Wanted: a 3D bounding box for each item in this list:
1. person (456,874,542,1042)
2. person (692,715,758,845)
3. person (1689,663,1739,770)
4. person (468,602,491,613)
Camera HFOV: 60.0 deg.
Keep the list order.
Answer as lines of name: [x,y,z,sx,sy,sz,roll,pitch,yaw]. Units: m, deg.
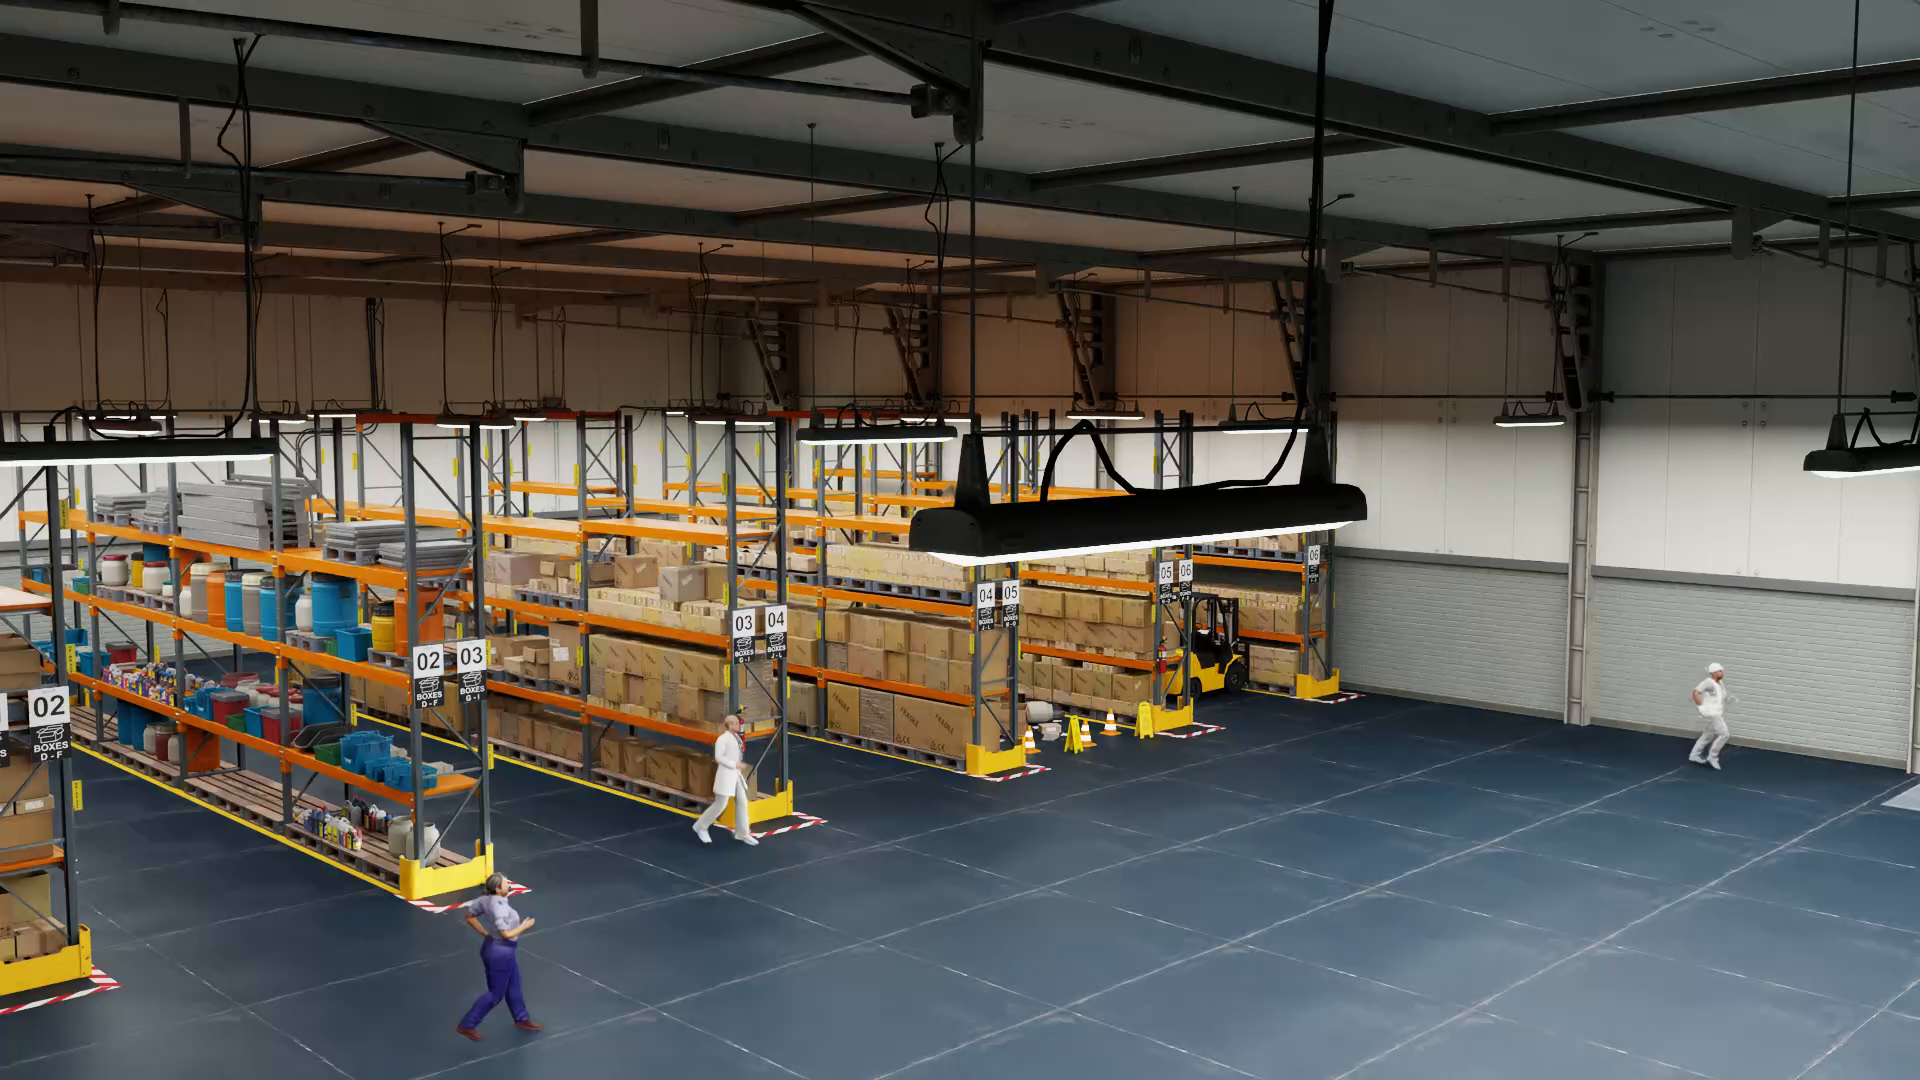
person: [-4.513,4.080,16.257,0.874,1.672,0.598,-3,6,-29]
person: [-3.274,3.388,23.640,0.949,1.797,0.768,1,5,15]
person: [12.855,2.997,28.348,0.748,1.821,0.666,3,6,32]
person: [-11.553,2.036,39.819,0.708,1.726,0.557,2,5,24]
